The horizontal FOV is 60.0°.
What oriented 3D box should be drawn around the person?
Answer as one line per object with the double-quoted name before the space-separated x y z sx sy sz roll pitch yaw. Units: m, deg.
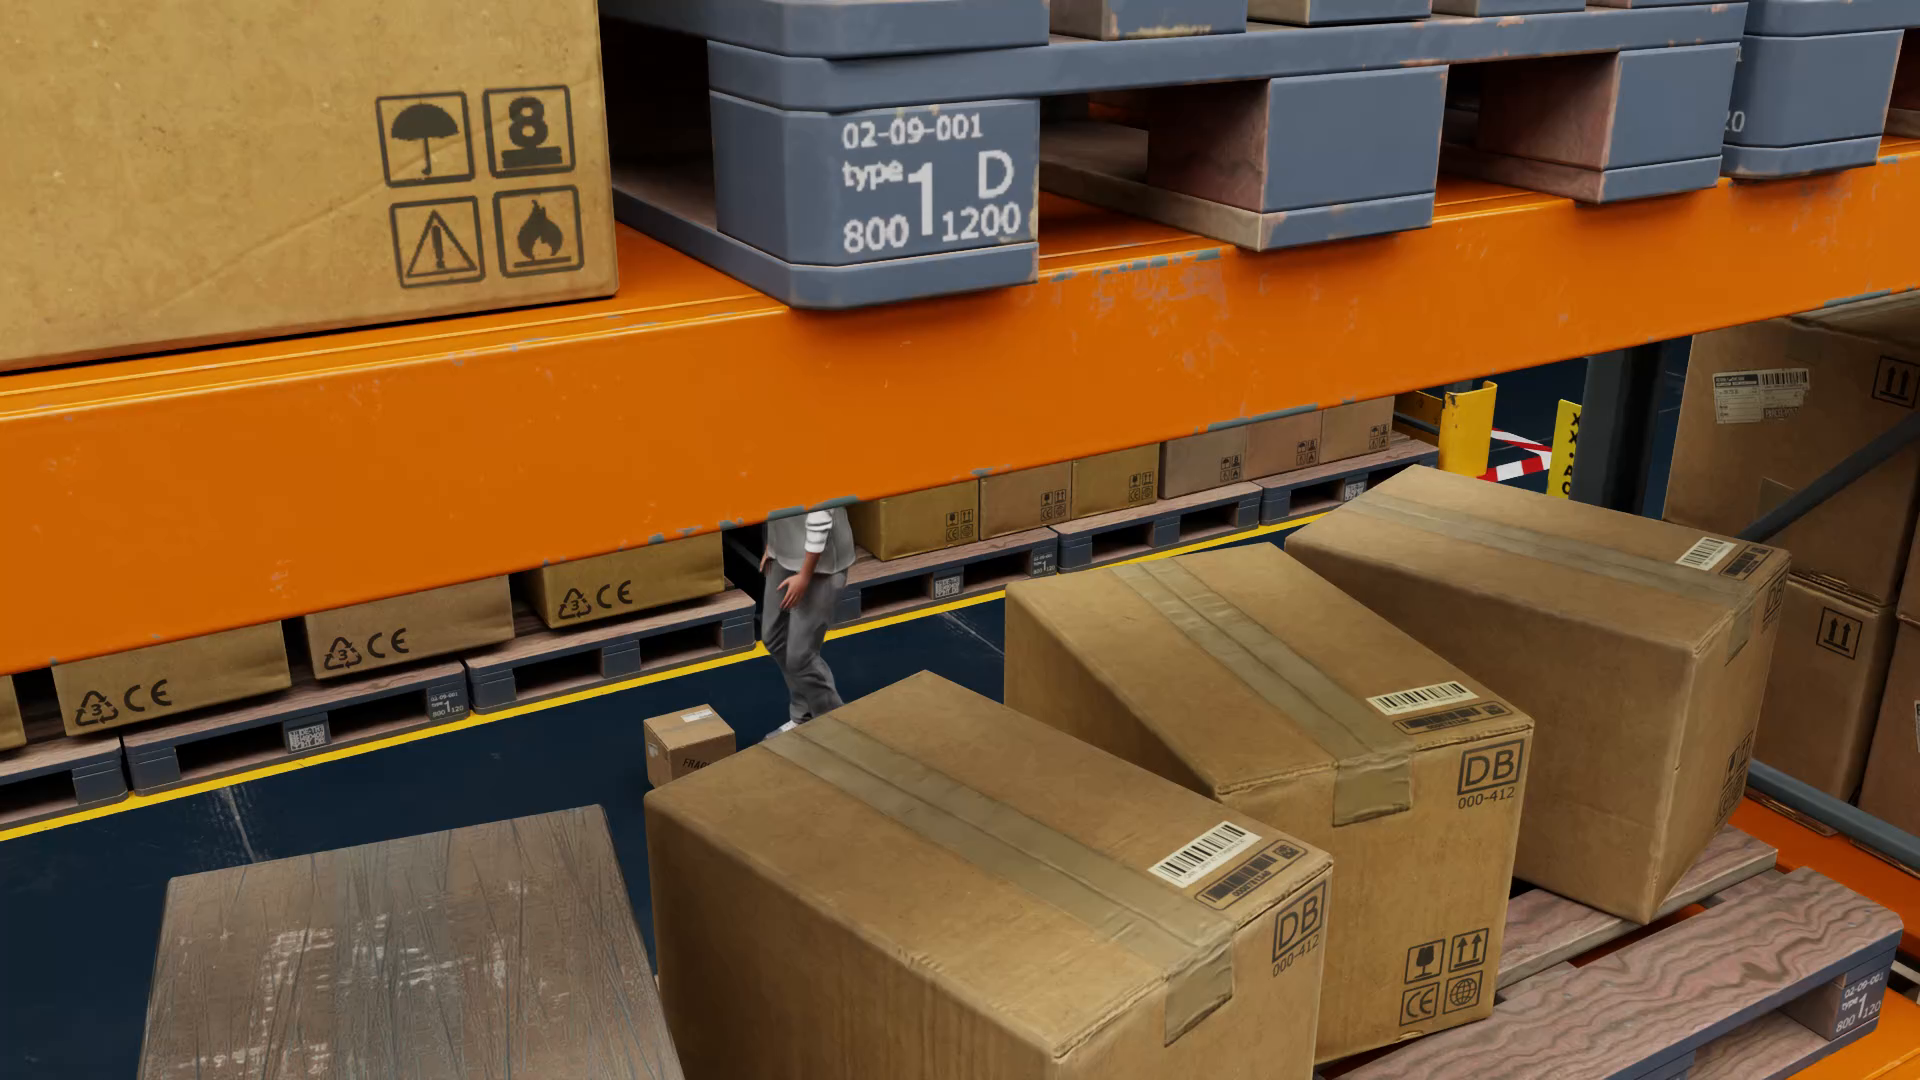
"person" -0.551 0.089 5.927 0.353 1.573 0.420 -12 25 -26
